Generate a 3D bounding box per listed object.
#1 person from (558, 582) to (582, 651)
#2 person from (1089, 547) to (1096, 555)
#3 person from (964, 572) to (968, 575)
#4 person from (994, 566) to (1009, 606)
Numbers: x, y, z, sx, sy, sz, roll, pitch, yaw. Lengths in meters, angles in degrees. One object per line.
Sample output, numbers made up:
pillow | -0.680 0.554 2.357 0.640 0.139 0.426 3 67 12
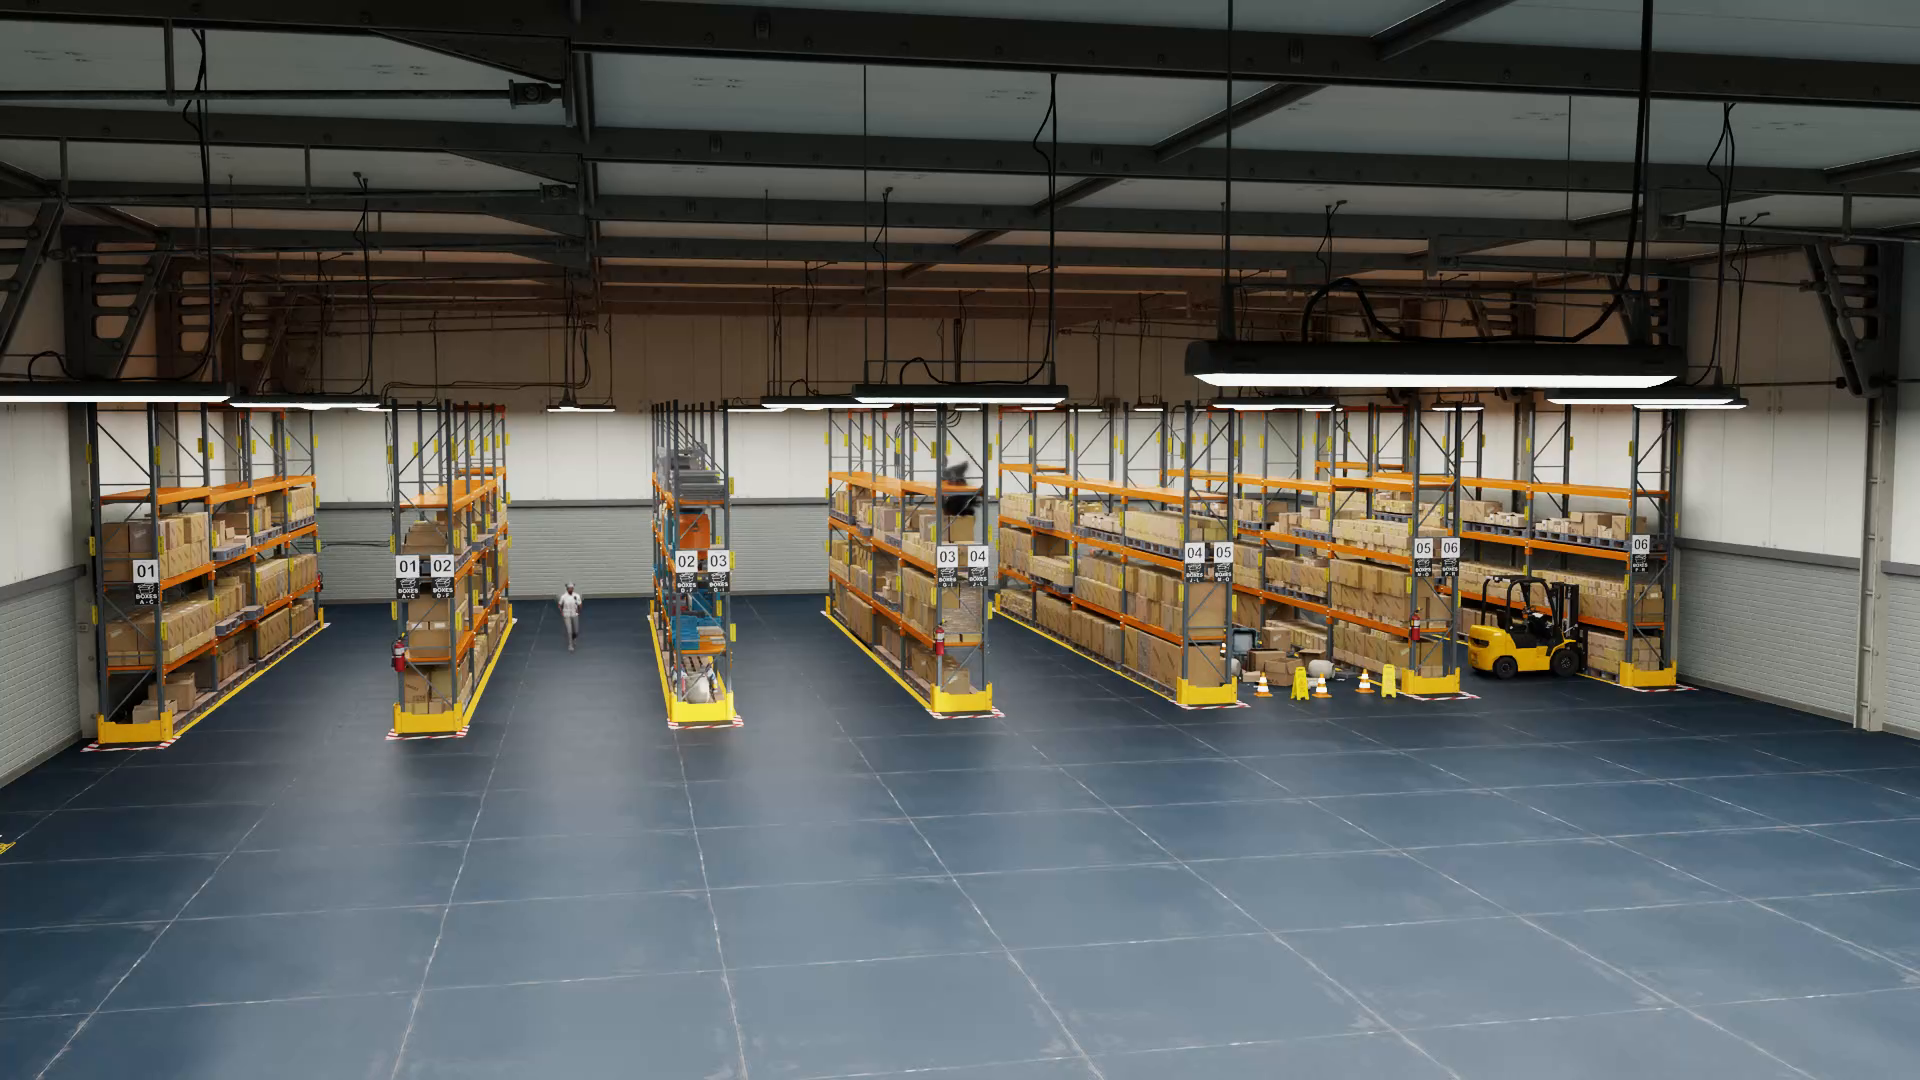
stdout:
person | -9.488 1.844 40.465 0.580 1.654 0.701 -1 5 -19
person | 3.977 1.056 50.658 0.612 1.678 0.637 -1 4 -11
person | 0.263 1.446 46.435 0.525 1.559 0.533 -1 4 -13
person | 1.318 1.168 49.844 0.701 1.595 0.580 -3 5 -33
